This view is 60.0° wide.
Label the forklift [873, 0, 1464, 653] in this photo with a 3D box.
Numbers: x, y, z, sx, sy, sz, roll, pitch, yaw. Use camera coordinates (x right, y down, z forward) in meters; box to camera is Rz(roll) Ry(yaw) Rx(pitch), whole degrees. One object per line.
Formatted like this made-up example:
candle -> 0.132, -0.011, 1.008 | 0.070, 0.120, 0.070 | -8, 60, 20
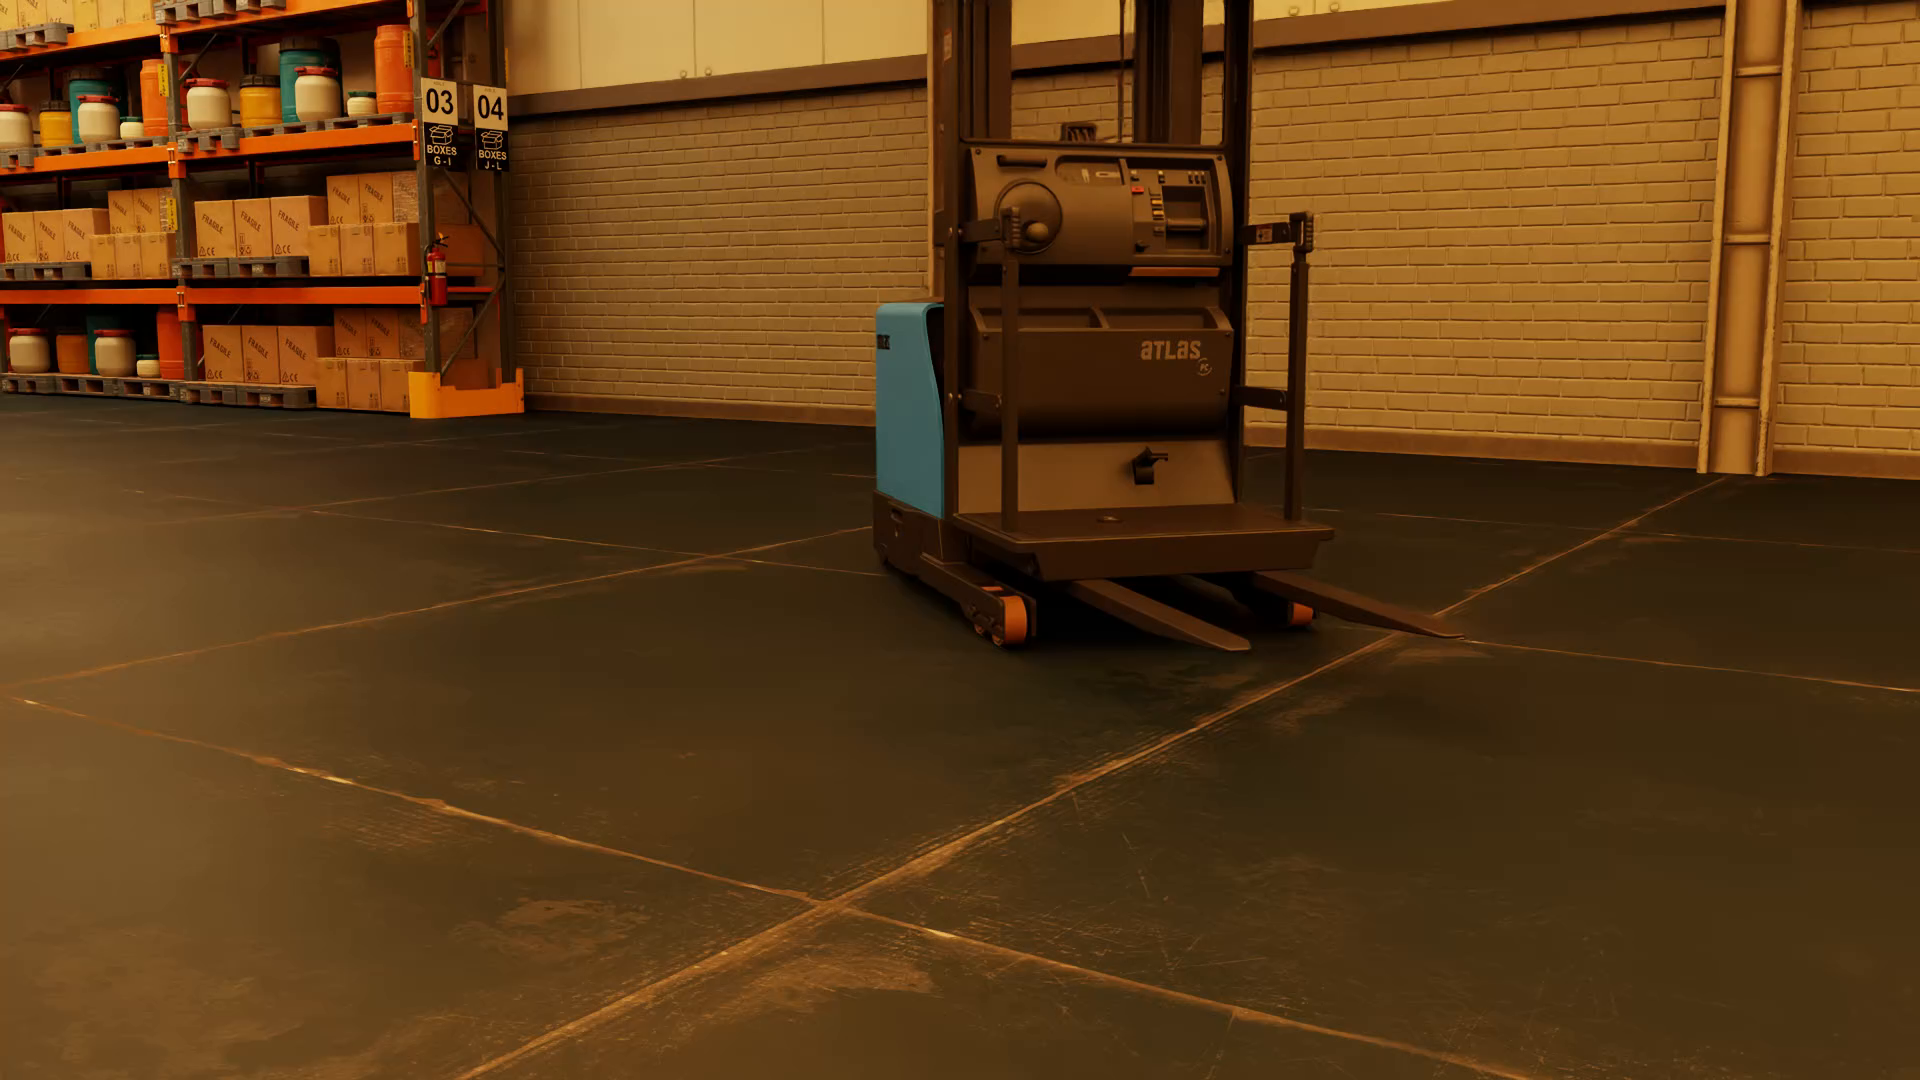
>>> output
forklift -> 0.552, -1.176, 5.463 | 1.130, 2.935, 3.031 | -2, 8, -16
